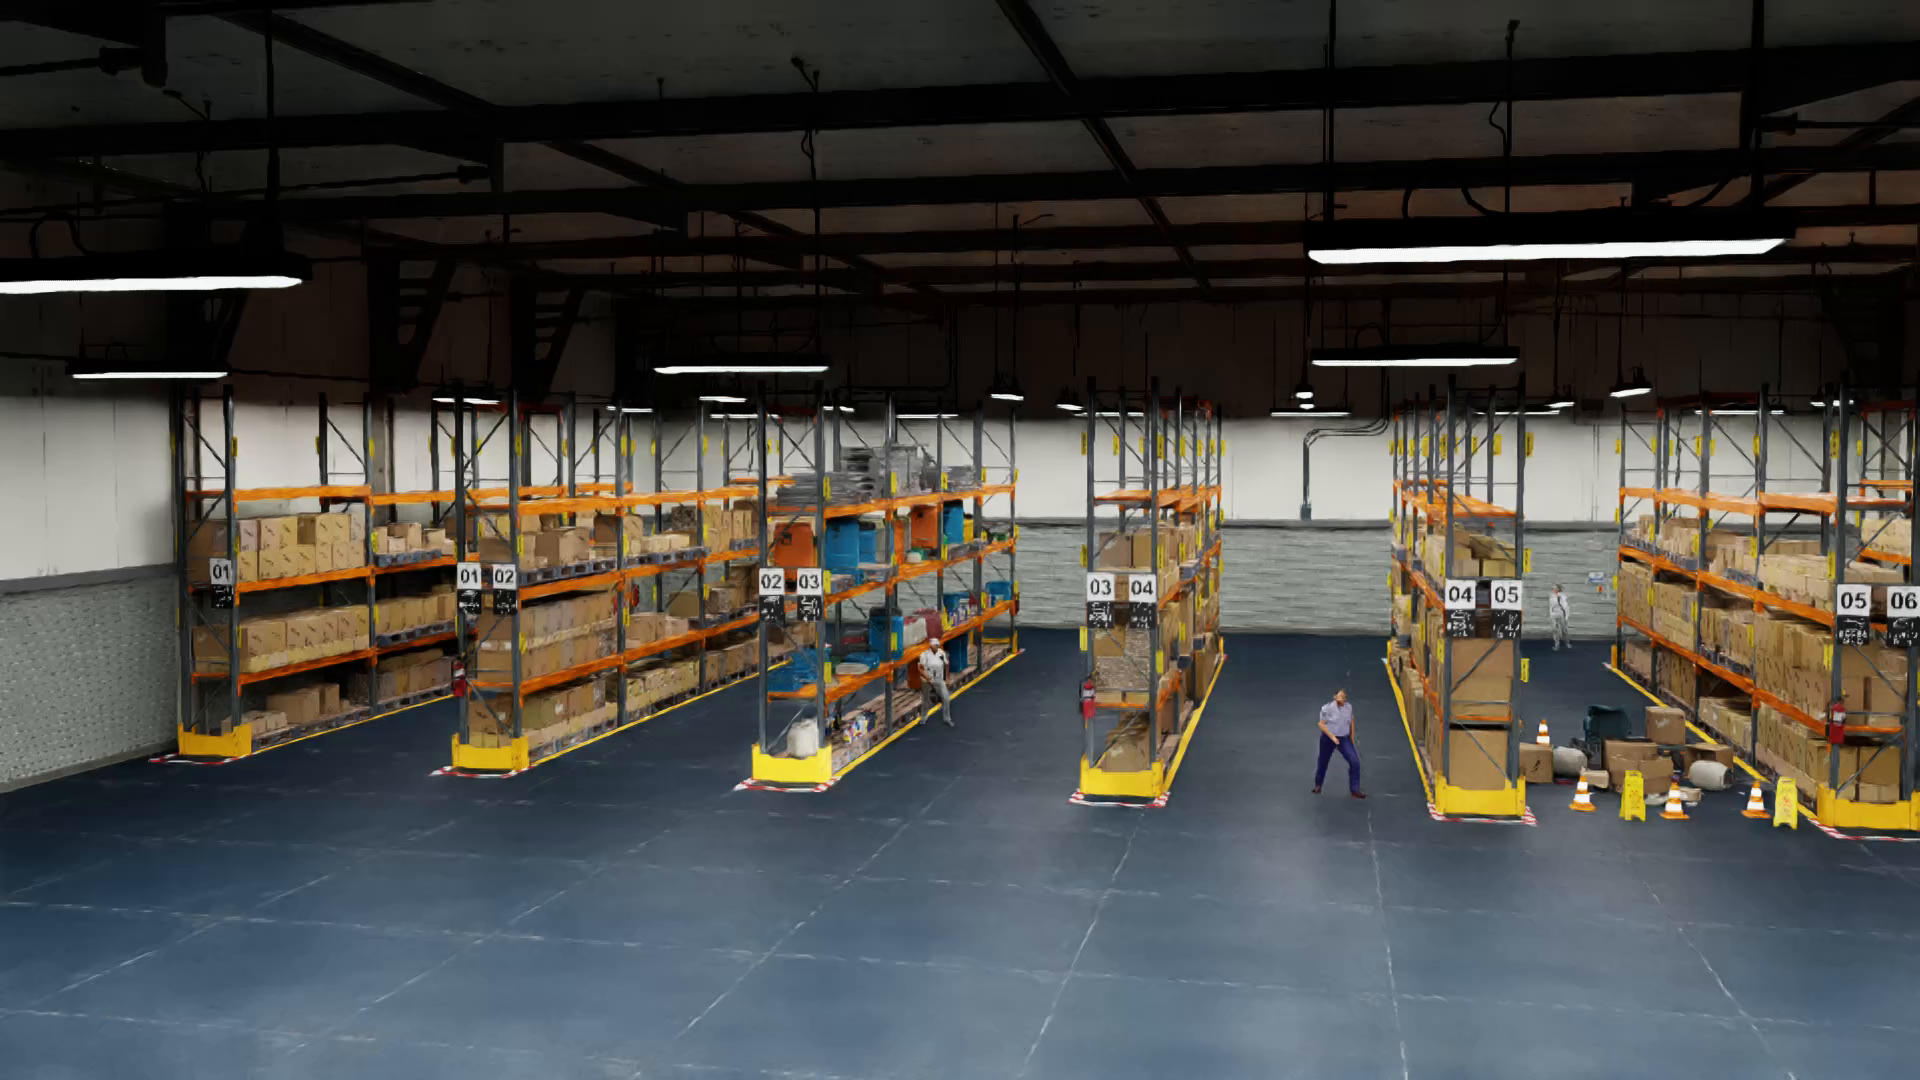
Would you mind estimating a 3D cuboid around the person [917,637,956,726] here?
[{"bbox_3d":[-0.454,2.526,29.865,0.653,1.604,0.771,-1,3,-9],"label":"person"}]

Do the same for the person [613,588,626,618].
[{"bbox_3d":[-7.894,1.957,38.669,0.409,1.729,0.642,0,3,-3],"label":"person"}]

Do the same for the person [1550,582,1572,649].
[{"bbox_3d":[14.888,1.871,41.225,0.548,1.665,0.521,-3,4,-41],"label":"person"}]

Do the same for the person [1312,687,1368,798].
[{"bbox_3d":[5.424,2.869,23.850,0.660,1.580,0.811,0,3,-6],"label":"person"}]
